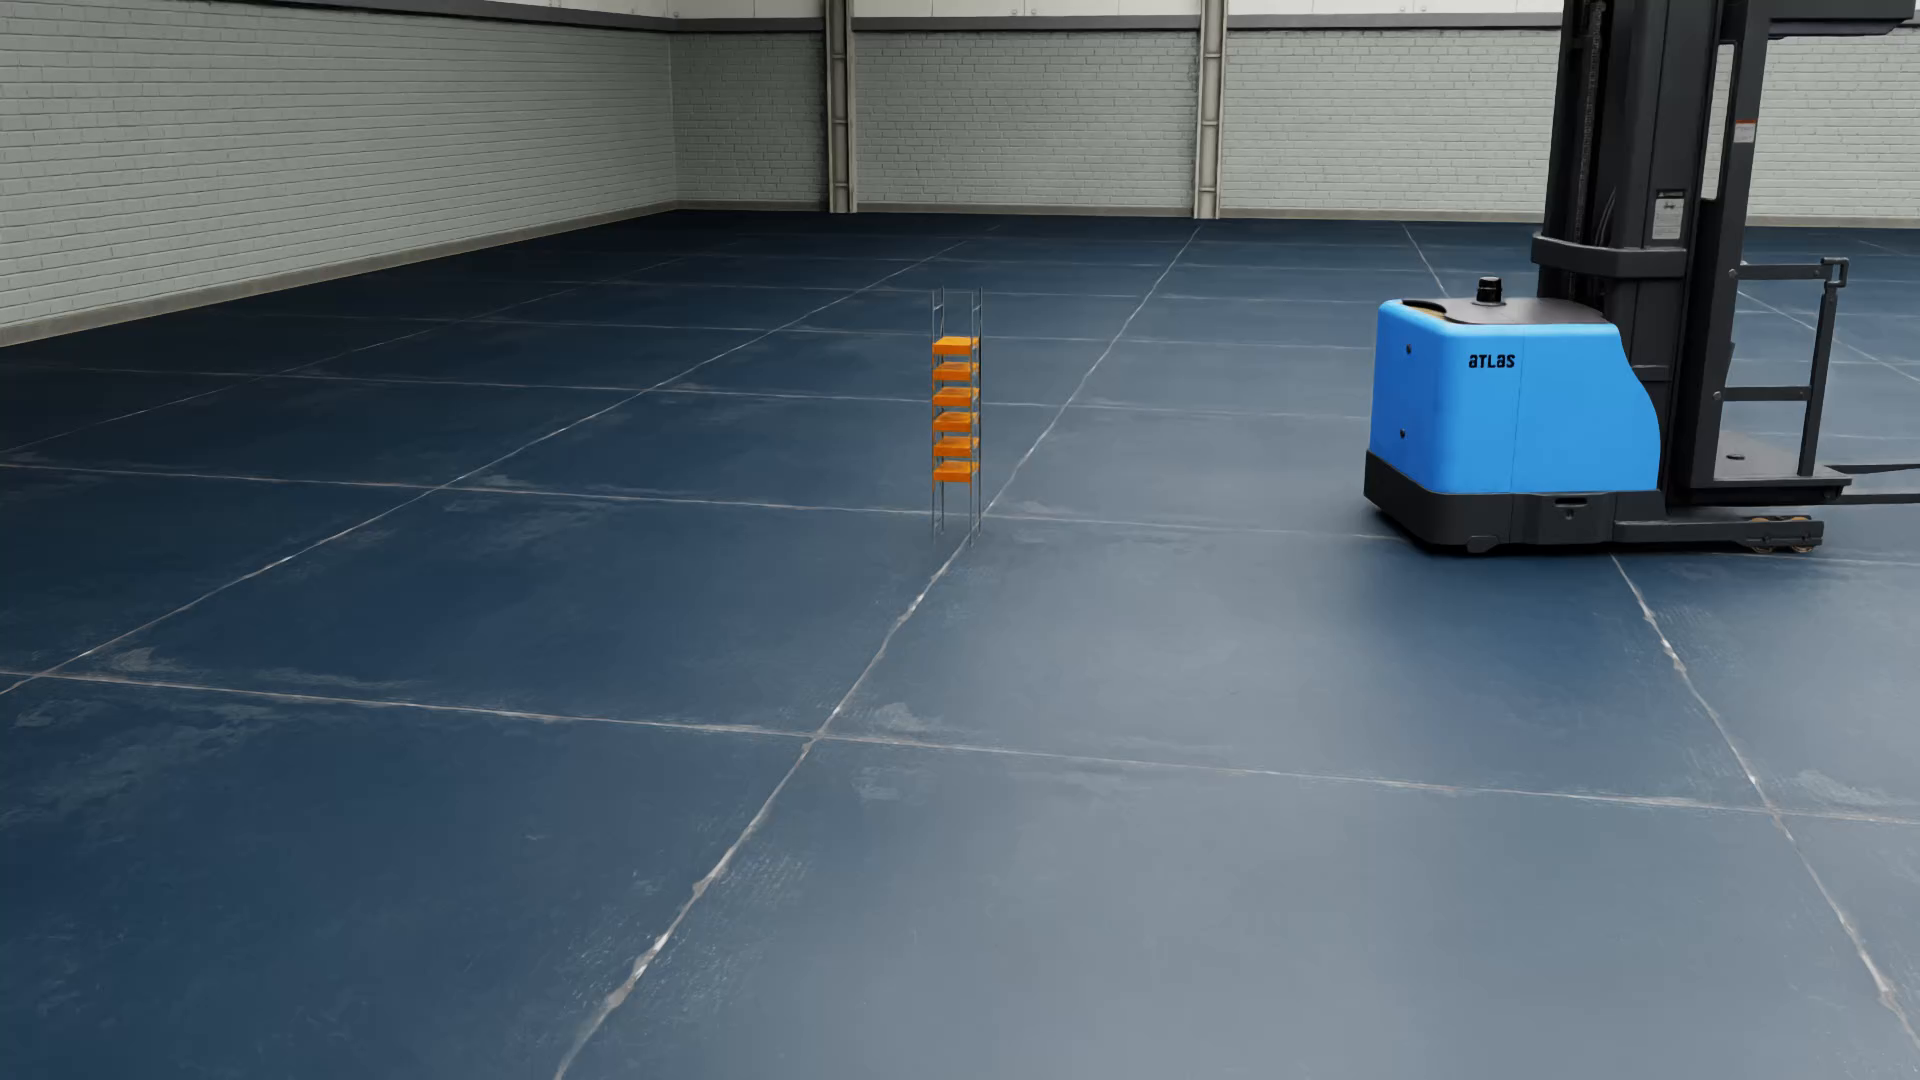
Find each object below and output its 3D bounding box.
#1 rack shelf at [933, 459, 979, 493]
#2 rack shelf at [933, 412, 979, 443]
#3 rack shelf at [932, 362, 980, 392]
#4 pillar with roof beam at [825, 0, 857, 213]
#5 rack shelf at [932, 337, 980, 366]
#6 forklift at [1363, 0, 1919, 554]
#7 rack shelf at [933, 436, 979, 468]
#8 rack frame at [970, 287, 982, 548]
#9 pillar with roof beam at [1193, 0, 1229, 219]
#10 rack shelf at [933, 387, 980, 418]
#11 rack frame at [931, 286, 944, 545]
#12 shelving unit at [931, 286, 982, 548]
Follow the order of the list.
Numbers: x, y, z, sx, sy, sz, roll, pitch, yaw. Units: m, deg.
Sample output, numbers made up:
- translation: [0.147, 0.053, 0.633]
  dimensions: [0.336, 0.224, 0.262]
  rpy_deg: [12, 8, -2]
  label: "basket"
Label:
- translation: [-0.014, -0.305, 7.911]
  dimensions: [0.180, 0.103, 0.258]
  rpy_deg: [3, 16, 11]
  label: "rack shelf"
- translation: [-0.014, -0.536, 7.846]
  dimensions: [0.180, 0.103, 0.258]
  rpy_deg: [3, 16, 11]
  label: "rack shelf"
- translation: [-0.014, -0.767, 7.782]
  dimensions: [0.180, 0.103, 0.258]
  rpy_deg: [3, 16, 11]
  label: "rack shelf"
- translation: [-2.799, -8.670, 22.435]
  dimensions: [0.400, 9.000, 9.100]
  rpy_deg: [3, 16, 11]
  label: "pillar with roof beam"
- translation: [-0.014, -0.883, 7.750]
  dimensions: [0.180, 0.103, 0.258]
  rpy_deg: [3, 16, 11]
  label: "rack shelf"
- translation: [3.619, -1.489, 7.878]
  dimensions: [3.031, 2.935, 1.130]
  rpy_deg: [-1, 16, -4]
  label: "forklift"
- translation: [-0.014, -0.421, 7.879]
  dimensions: [0.180, 0.103, 0.258]
  rpy_deg: [3, 16, 11]
  label: "rack shelf"
- translation: [0.075, -0.574, 7.817]
  dimensions: [0.006, 1.200, 0.240]
  rpy_deg: [3, 16, 11]
  label: "rack frame"
- translation: [3.081, -8.351, 21.283]
  dimensions: [0.400, 9.000, 9.100]
  rpy_deg: [3, 16, 11]
  label: "pillar with roof beam"
- translation: [-0.014, -0.652, 7.814]
  dimensions: [0.180, 0.103, 0.258]
  rpy_deg: [3, 16, 11]
  label: "rack shelf"
- translation: [-0.104, -0.584, 7.852]
  dimensions: [0.006, 1.200, 0.240]
  rpy_deg: [3, 16, 11]
  label: "rack frame"
- translation: [-0.014, -0.579, 7.835]
  dimensions: [0.189, 1.200, 0.258]
  rpy_deg: [3, 16, 11]
  label: "shelving unit"
